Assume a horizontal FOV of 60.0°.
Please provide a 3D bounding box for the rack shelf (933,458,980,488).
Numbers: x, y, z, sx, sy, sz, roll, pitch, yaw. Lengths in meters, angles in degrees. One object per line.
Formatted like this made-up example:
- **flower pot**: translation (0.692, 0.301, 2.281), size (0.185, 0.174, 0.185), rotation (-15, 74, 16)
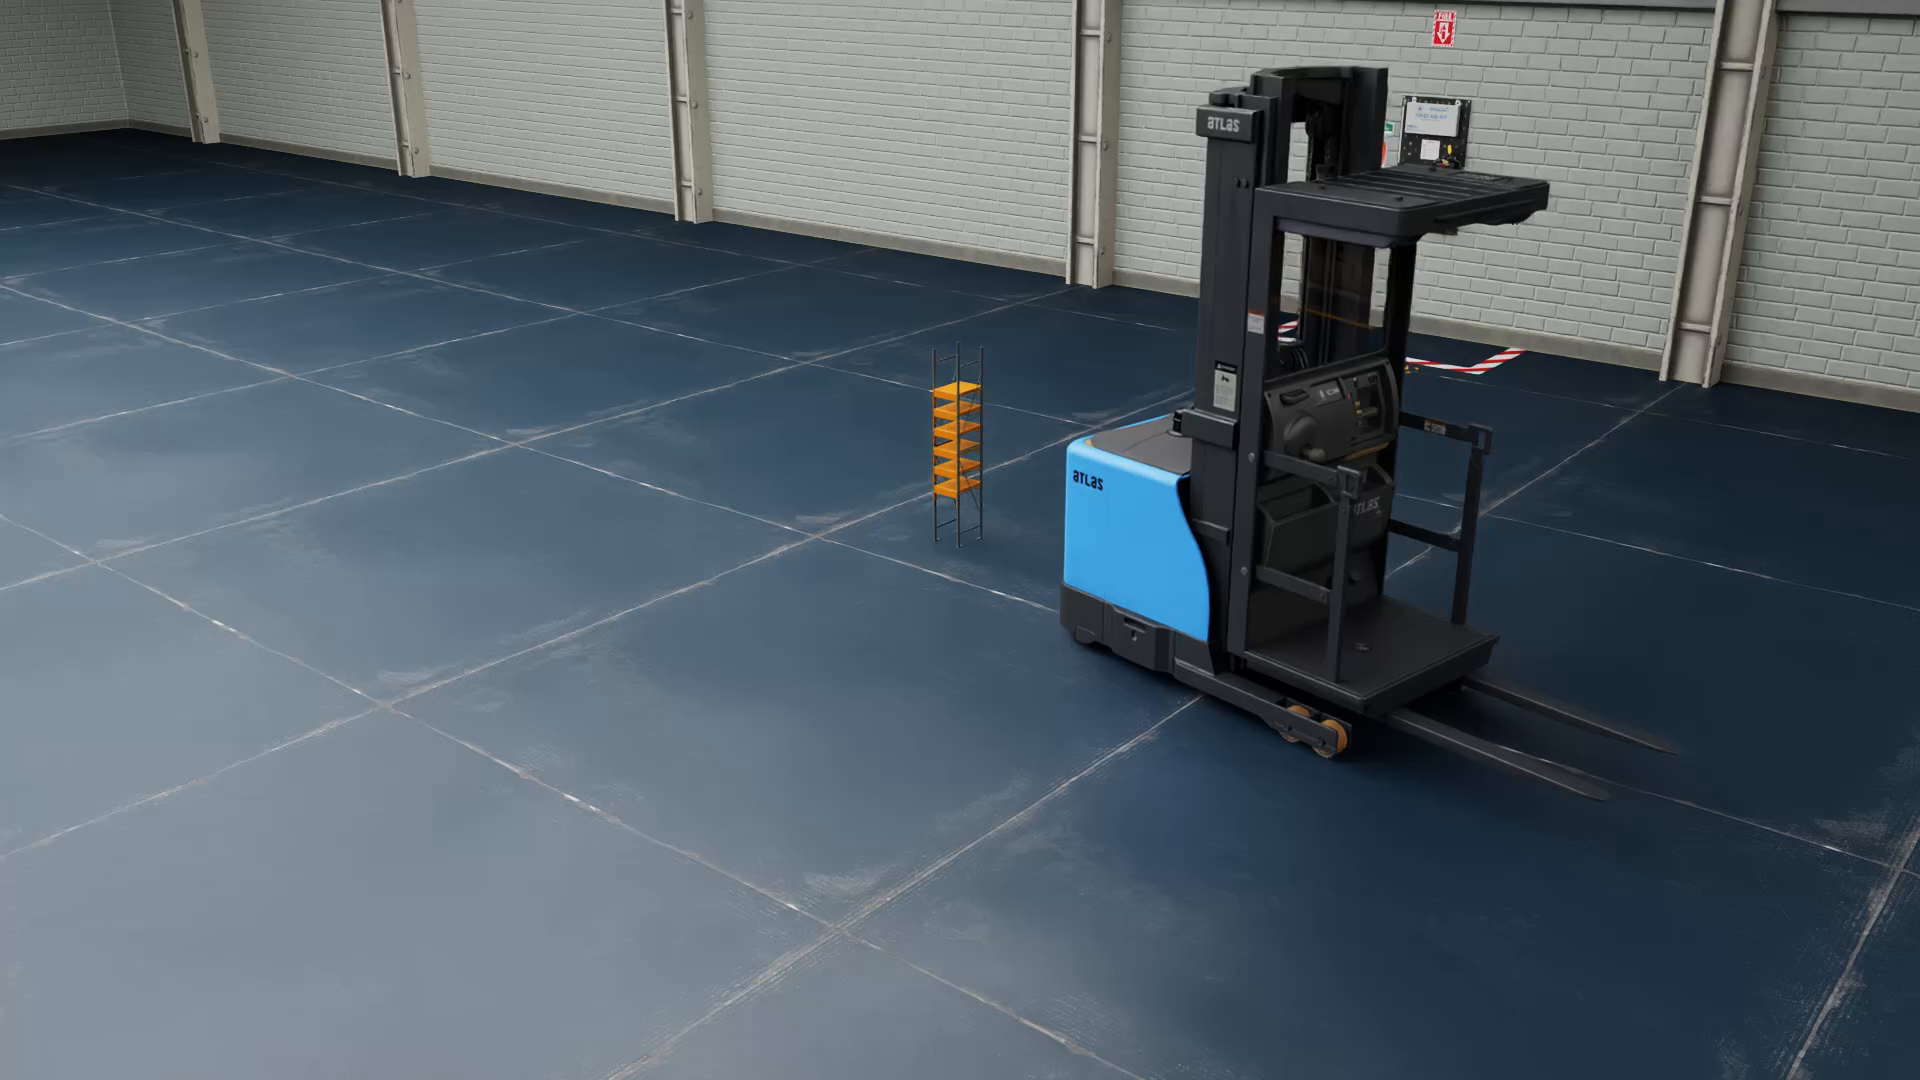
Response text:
- **rack shelf**: translation (-0.011, -0.411, 10.023), size (0.180, 0.103, 0.258), rotation (16, 26, 36)

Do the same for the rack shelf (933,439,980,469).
- **rack shelf**: translation (-0.011, -0.523, 9.981), size (0.180, 0.103, 0.258), rotation (16, 26, 36)

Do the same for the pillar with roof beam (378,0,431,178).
- **pillar with roof beam**: translation (-10.678, -8.363, 19.591), size (0.400, 9.000, 9.100), rotation (16, 26, 36)

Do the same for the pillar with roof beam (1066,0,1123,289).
- **pillar with roof beam**: translation (-1.382, -5.685, 12.492), size (0.400, 9.000, 9.100), rotation (16, 26, 36)

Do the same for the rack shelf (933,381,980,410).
- **rack shelf**: translation (-0.011, -0.860, 9.854), size (0.180, 0.103, 0.258), rotation (16, 26, 36)

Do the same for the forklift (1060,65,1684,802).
- **forklift**: translation (1.870, -0.587, 7.570), size (1.130, 2.935, 3.031), rotation (-17, 26, -38)

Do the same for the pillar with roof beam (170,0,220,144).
- **pillar with roof beam**: translation (-15.327, -9.701, 23.141), size (0.400, 9.000, 9.100), rotation (16, 26, 36)

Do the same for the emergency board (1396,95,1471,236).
- **emergency board**: translation (4.098, -3.278, 14.611), size (0.643, 1.169, 0.194), rotation (16, 26, 36)

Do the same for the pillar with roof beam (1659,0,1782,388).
- **pillar with roof beam**: translation (3.267, -4.347, 8.942), size (0.400, 9.000, 9.100), rotation (16, 26, 36)

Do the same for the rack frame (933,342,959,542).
- **rack frame**: translation (-0.082, -0.585, 10.019), size (0.006, 1.200, 0.240), rotation (16, 26, 36)

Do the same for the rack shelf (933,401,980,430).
- **rack shelf**: translation (-0.011, -0.748, 9.896), size (0.180, 0.103, 0.258), rotation (16, 26, 36)

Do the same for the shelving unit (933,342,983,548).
- **shelving unit**: translation (-0.011, -0.565, 9.965), size (0.189, 1.200, 0.258), rotation (16, 26, 36)

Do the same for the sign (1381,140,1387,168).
- **sign**: translation (3.735, -3.447, 15.006), size (0.234, 0.329, 0.001), rotation (16, 26, 36)

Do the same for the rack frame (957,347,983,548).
- **rack frame**: translation (0.060, -0.544, 9.911), size (0.006, 1.200, 0.240), rotation (16, 26, 36)

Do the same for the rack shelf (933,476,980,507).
- **rack shelf**: translation (-0.011, -0.298, 10.065), size (0.180, 0.103, 0.258), rotation (16, 26, 36)

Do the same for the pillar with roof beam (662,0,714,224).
- **pillar with roof beam**: translation (-6.030, -7.024, 16.041), size (0.400, 9.000, 9.100), rotation (16, 26, 36)

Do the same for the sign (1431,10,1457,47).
- **sign**: translation (4.155, -4.392, 14.279), size (0.199, 0.298, 0.001), rotation (16, 26, 36)

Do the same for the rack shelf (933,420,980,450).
- **rack shelf**: translation (-0.011, -0.635, 9.938), size (0.180, 0.103, 0.258), rotation (16, 26, 36)

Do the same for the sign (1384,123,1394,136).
- **sign**: translation (3.733, -3.691, 14.904), size (0.331, 0.109, 0.001), rotation (16, 26, 36)
